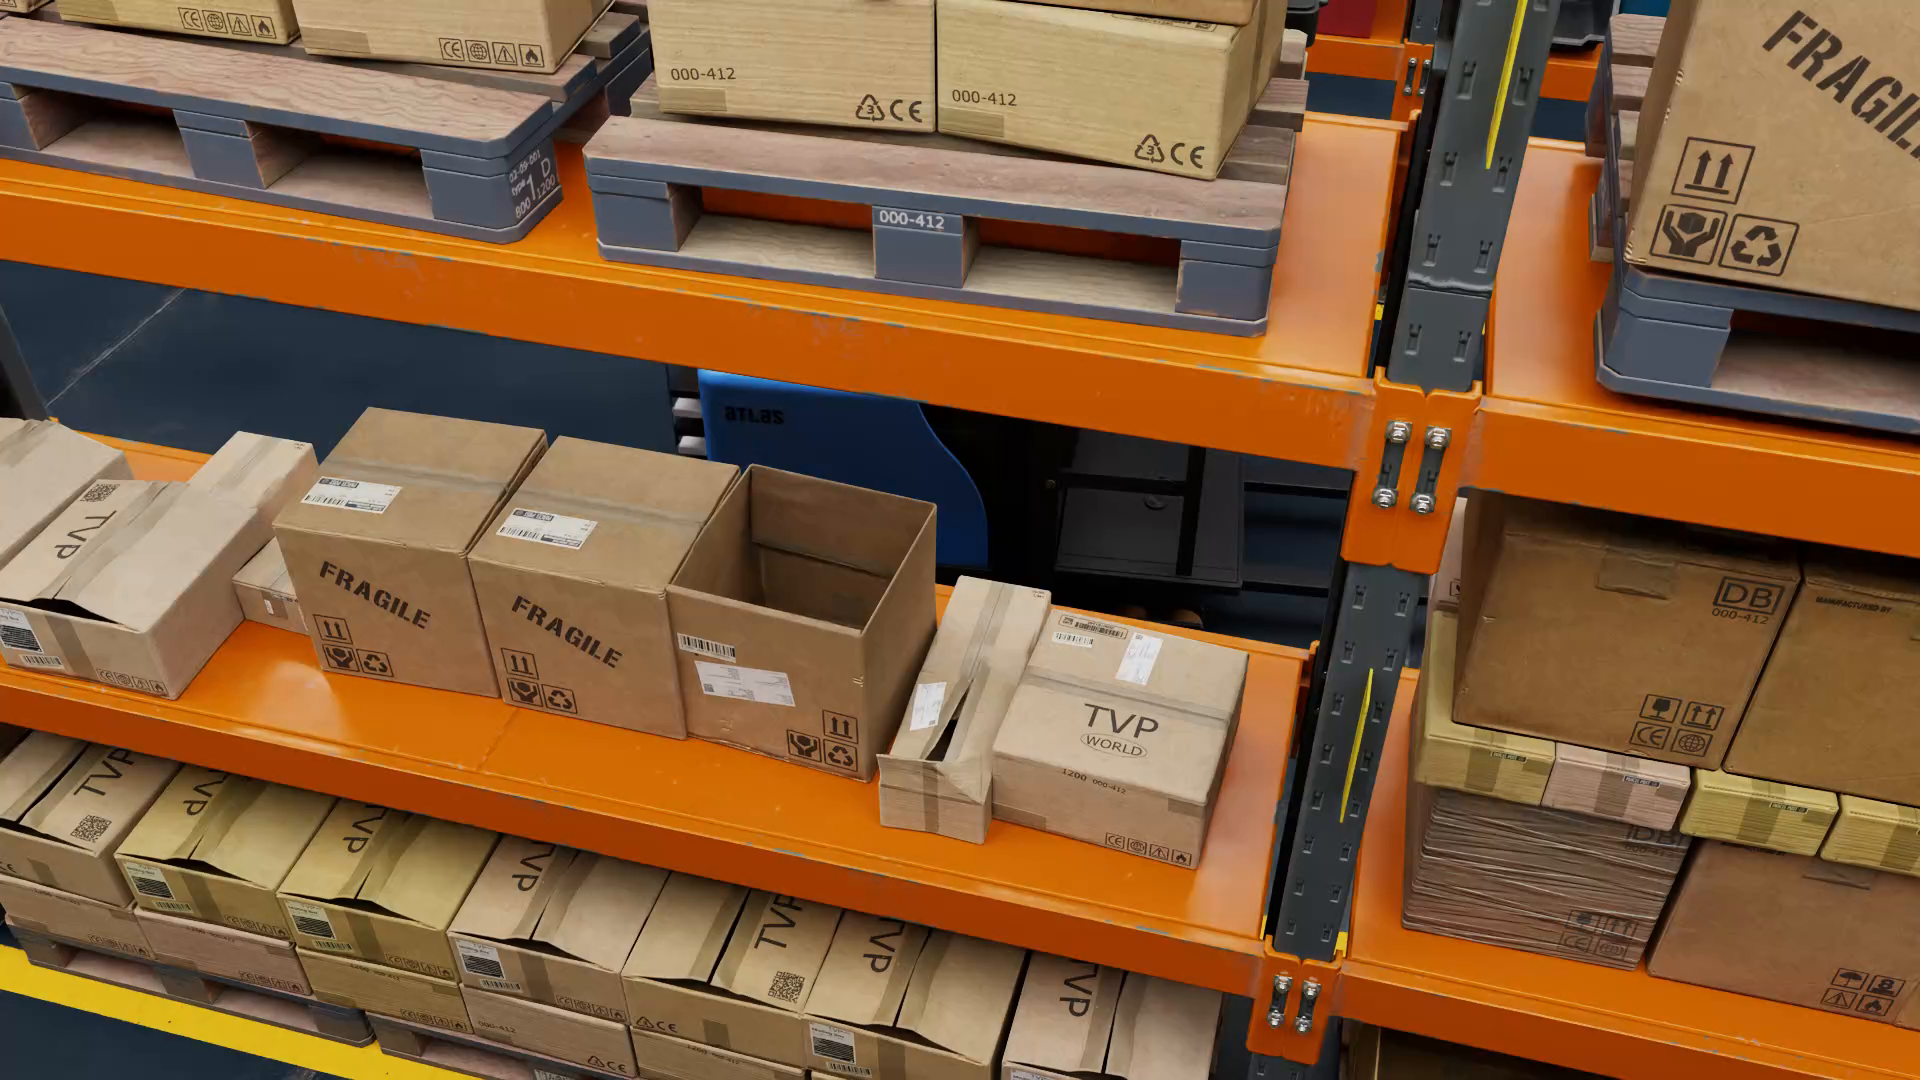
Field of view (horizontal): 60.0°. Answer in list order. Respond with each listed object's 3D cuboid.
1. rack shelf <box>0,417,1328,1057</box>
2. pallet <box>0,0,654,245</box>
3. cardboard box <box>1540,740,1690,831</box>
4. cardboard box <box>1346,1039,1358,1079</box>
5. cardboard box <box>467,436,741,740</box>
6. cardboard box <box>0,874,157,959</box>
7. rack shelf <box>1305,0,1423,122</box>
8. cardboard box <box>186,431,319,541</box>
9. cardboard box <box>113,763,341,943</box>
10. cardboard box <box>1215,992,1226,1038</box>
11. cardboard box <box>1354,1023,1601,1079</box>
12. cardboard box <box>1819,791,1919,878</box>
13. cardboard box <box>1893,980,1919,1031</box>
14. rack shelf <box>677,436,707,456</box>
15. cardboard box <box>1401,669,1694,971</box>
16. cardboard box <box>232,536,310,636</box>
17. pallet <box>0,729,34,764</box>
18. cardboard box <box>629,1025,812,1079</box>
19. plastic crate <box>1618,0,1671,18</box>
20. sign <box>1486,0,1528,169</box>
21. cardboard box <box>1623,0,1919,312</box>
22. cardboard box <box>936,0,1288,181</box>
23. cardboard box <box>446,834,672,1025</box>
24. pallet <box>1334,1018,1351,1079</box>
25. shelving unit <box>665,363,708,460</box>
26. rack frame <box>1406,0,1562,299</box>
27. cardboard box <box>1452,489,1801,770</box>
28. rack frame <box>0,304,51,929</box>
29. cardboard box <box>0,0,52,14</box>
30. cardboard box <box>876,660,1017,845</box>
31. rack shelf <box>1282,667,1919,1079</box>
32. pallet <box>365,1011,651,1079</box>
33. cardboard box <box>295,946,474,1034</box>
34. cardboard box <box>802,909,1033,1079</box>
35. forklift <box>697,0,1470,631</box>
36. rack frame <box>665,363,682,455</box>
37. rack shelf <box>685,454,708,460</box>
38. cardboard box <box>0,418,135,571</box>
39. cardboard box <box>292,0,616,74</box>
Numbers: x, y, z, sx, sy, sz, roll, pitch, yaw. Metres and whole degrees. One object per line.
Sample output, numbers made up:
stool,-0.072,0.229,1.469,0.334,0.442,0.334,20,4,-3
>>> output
rack shelf,-1.059,0.405,4.495,4.000,0.370,1.077,10,41,11
pallet,-1.231,-1.038,3.469,1.213,0.211,1.003,12,41,13
cardboard box,1.325,0.381,3.381,0.250,0.149,0.380,10,41,12
cardboard box,1.243,1.619,4.301,0.500,0.250,0.500,10,41,11
cardboard box,-0.857,0.115,4.203,0.500,0.500,0.500,10,41,11
cardboard box,-2.561,0.958,5.088,0.500,0.250,0.500,10,41,11
rack shelf,0.225,-2.672,8.159,4.000,0.370,1.077,10,41,11
cardboard box,-2.050,-0.129,4.767,0.250,0.149,0.380,10,41,11
cardboard box,-2.051,0.826,4.810,0.500,0.311,0.500,9,41,10
cardboard box,0.548,1.133,4.880,0.500,0.250,0.500,9,41,10
cardboard box,1.240,1.338,4.053,0.500,0.500,0.500,10,41,11
cardboard box,1.829,0.466,3.281,0.250,0.149,0.380,9,41,11
cardboard box,2.299,0.663,3.551,0.500,0.500,0.700,10,41,12
rack shelf,-0.987,-0.405,6.585,0.200,0.077,0.258,5,40,6
cardboard box,1.304,0.493,3.753,0.500,0.500,0.700,9,41,10
cardboard box,-1.744,0.070,4.530,0.250,0.149,0.380,13,42,15
pallet,-3.702,0.717,5.732,1.213,0.211,1.003,10,41,11
cardboard box,-0.585,1.295,4.687,0.500,0.250,0.500,11,41,12
plastic crate,3.297,-2.543,7.561,0.616,0.251,0.499,10,41,11
sign,0.743,-0.667,2.233,0.005,0.325,0.100,10,41,11
cardboard box,1.292,-0.692,2.396,0.500,0.500,0.500,13,42,15
cardboard box,0.281,-0.899,2.946,0.500,0.250,0.500,14,42,16
cardboard box,-1.062,0.997,4.606,0.500,0.311,0.500,9,41,11
pallet,1.631,1.688,4.576,1.213,0.211,1.003,10,41,11
shelving unit,-0.987,-0.431,6.563,0.210,0.900,0.258,5,40,6
rack frame,0.873,-1.836,1.939,0.127,3.000,1.000,10,41,11
cardboard box,1.304,-0.004,3.336,0.500,0.500,0.700,10,41,12
rack frame,-2.991,-0.203,4.660,0.127,3.000,1.000,10,41,11
cardboard box,-2.027,-1.339,3.470,0.500,0.250,0.500,11,41,13
cardboard box,-0.023,0.481,3.949,0.258,0.266,0.396,9,41,10
rack shelf,2.805,1.069,3.704,4.000,0.370,1.077,10,41,11
pallet,-1.031,1.230,5.122,1.213,0.211,1.003,10,41,11
cardboard box,-1.571,1.124,4.891,0.500,0.250,0.500,9,41,10
cardboard box,-0.096,1.167,4.403,0.500,0.311,0.500,11,41,13
forklift,0.621,-1.066,5.740,3.031,2.935,1.130,5,40,6
rack frame,-1.088,-0.440,6.574,0.006,0.900,0.240,5,40,6
rack shelf,-0.987,-0.337,6.643,0.200,0.077,0.258,5,40,6
cardboard box,-2.651,-0.082,4.584,0.500,0.311,0.500,12,42,14
cardboard box,-0.958,-1.146,3.240,0.500,0.250,0.500,7,40,8
